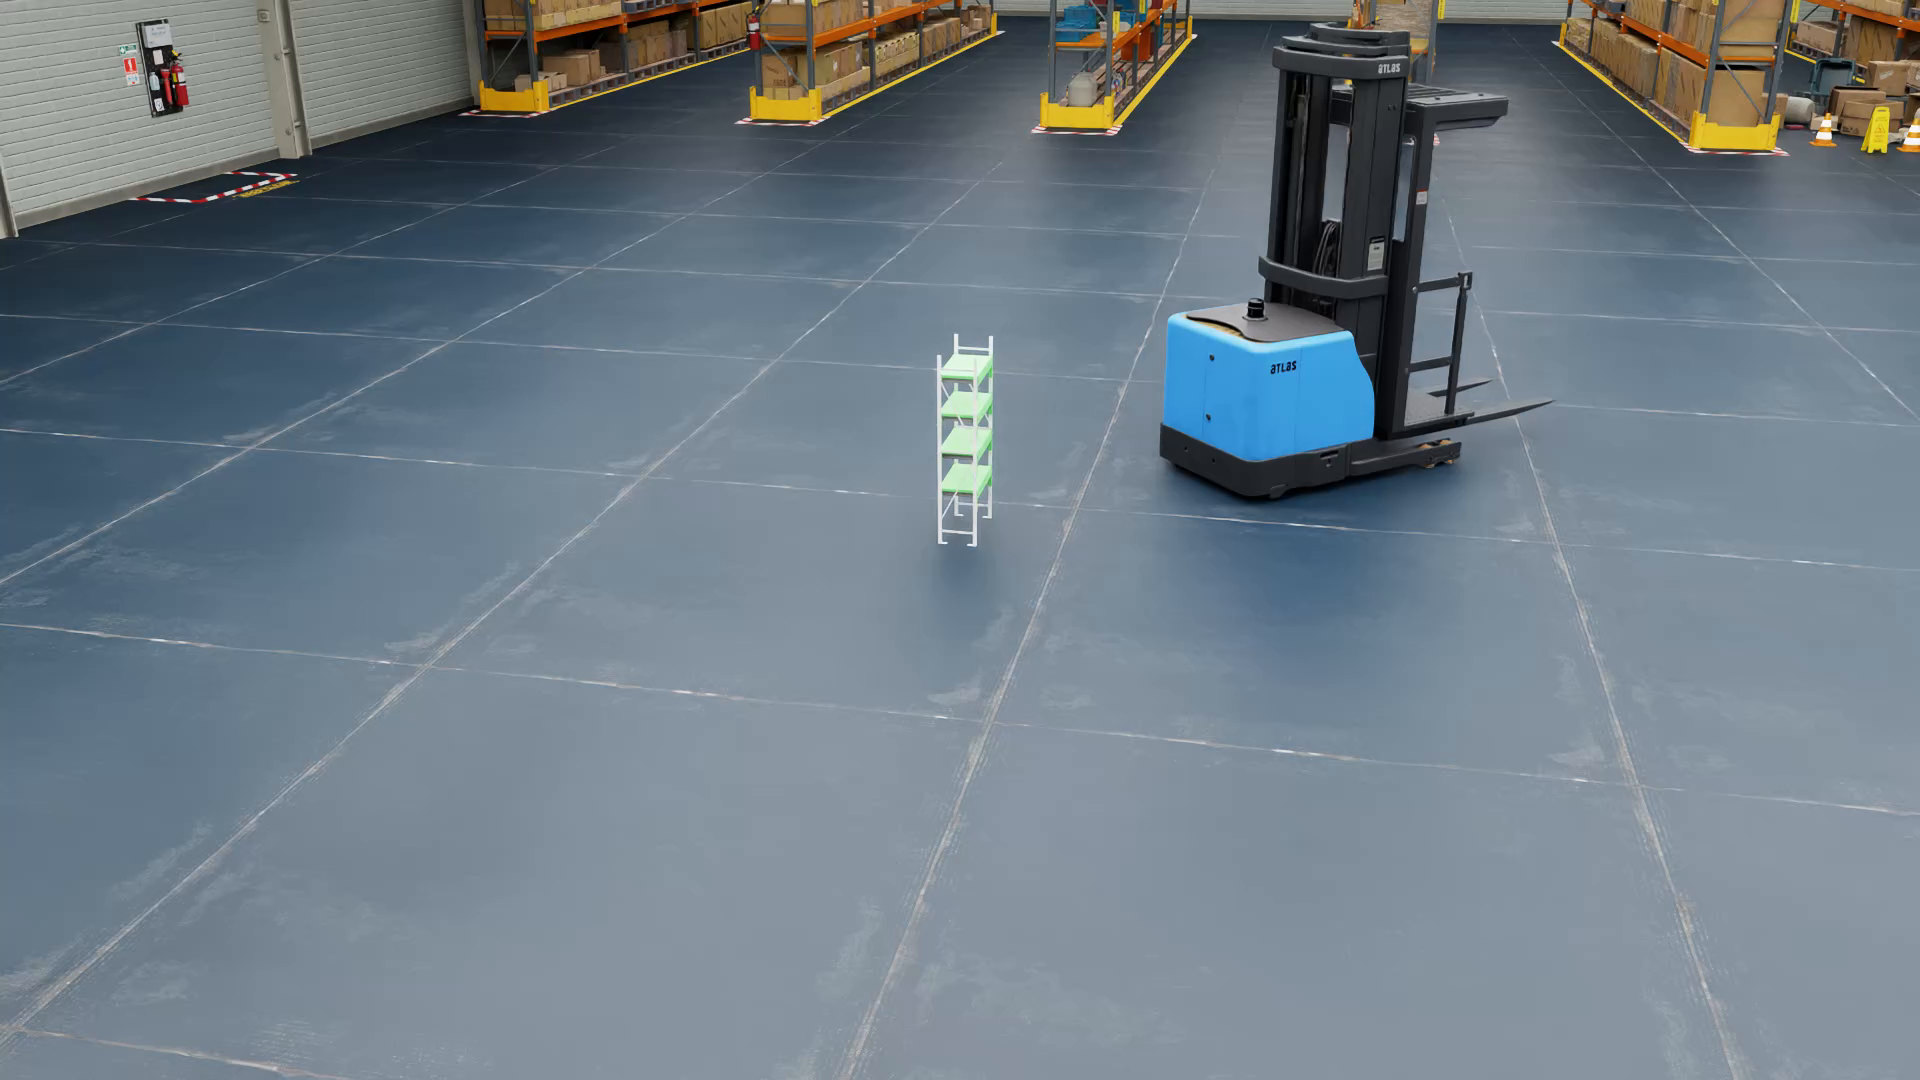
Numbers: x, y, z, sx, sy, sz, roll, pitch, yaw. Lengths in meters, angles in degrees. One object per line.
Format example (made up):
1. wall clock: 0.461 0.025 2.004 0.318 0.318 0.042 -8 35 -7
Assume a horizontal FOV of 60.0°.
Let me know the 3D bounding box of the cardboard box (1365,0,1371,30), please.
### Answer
1. cardboard box: 6.905 -8.306 26.430 0.875 0.500 0.500 4 22 11

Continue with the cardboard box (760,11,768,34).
1. cardboard box: -5.065 -12.553 40.291 0.700 0.500 0.500 5 22 12

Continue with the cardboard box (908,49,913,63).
1. cardboard box: -1.254 -9.932 34.119 0.500 0.250 0.500 4 22 10

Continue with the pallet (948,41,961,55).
1. pallet: -0.596 -11.282 38.084 1.003 0.211 1.213 4 22 11

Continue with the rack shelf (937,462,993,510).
1. rack shelf: 0.034 -0.335 10.393 0.258 0.148 0.480 4 22 11

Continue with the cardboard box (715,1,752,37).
1. cardboard box: -5.323 -12.202 38.951 0.750 0.750 0.750 5 22 12

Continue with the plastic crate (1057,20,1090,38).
1. plastic crate: 1.880 -8.482 27.598 0.499 0.251 0.408 4 22 11

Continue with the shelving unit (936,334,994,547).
1. shelving unit: 0.034 -0.617 10.280 0.258 1.200 0.503 4 22 11

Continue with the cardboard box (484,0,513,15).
1. cardboard box: -7.878 -9.339 28.698 0.500 0.500 0.500 4 22 10

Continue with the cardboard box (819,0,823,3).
1. cardboard box: -2.522 -9.149 28.054 0.380 0.149 0.250 5 22 11

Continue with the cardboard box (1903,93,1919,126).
1. cardboard box: 15.748 -6.991 27.041 0.500 0.500 0.500 -16 27 -35

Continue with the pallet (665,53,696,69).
1. pallet: -6.295 -10.210 35.422 1.003 0.211 1.213 4 22 11

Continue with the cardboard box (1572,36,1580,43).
1. cardboard box: 14.189 -11.409 37.920 0.380 0.149 0.250 3 22 8

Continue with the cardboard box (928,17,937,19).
1. cardboard box: -0.805 -11.762 38.300 0.500 0.500 0.500 3 22 8

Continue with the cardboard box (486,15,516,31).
1. cardboard box: -7.861 -8.989 28.831 0.500 0.250 0.500 5 22 12

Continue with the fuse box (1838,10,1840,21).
1. fuse box: 22.902 -14.079 43.022 0.539 1.711 0.414 4 22 11

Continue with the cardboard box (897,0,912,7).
1. cardboard box: -1.197 -10.946 33.854 0.380 0.149 0.250 4 22 11

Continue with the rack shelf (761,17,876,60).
1. rack shelf: -2.508 -8.885 29.362 1.077 0.370 4.000 4 22 11

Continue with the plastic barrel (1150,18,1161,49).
1. plastic barrel: 4.109 -11.262 36.547 0.600 0.901 0.708 4 22 11

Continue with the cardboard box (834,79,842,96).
1. cardboard box: -2.388 -7.952 29.200 0.500 0.250 0.500 4 22 11

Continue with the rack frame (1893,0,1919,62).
1. rack frame: 18.115 -9.901 30.922 1.000 3.000 0.127 4 22 11

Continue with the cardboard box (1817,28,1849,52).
1. cardboard box: 19.347 -10.919 36.317 0.875 0.438 0.875 4 22 9

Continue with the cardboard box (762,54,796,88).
1. cardboard box: -3.098 -7.973 28.250 0.500 0.500 0.500 4 22 11

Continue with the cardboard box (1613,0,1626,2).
1. cardboard box: 12.899 -10.535 32.271 0.380 0.149 0.250 5 22 12

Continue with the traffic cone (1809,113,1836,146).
1. traffic cone: 13.115 -6.225 25.190 0.336 0.463 0.334 4 22 11

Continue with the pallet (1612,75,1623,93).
1. pallet: 13.014 -8.665 31.587 1.003 0.211 1.213 4 22 11

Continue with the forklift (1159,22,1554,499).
1. forklift: 2.929 -2.015 11.433 3.031 2.935 1.130 -12 25 -28

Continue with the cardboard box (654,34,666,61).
1. cardboard box: -6.522 -10.203 34.429 0.700 0.500 0.500 4 22 11

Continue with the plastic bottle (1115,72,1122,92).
1. plastic bottle: 2.794 -8.101 29.409 0.144 0.351 0.185 4 22 11

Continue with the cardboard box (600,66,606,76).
1. cardboard box: -7.030 -9.018 31.934 0.380 0.166 0.250 2 22 4

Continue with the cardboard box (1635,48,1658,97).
1. cardboard box: 12.471 -8.163 29.057 1.050 0.750 0.750 4 22 11

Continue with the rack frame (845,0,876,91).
1. rack frame: -2.100 -9.950 31.044 1.000 3.000 0.127 4 22 11

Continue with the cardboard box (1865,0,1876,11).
1. cardboard box: 18.248 -10.596 32.848 0.500 0.250 0.500 4 22 10

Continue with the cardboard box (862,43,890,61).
1. cardboard box: -1.664 -9.444 32.156 0.500 0.311 0.500 4 22 10

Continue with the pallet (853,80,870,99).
1. pallet: -2.303 -8.369 30.851 1.003 0.211 1.213 4 22 11

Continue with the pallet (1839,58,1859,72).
1. pallet: 18.848 -9.782 34.360 1.003 0.211 1.213 4 22 11

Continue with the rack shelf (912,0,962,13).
1. rack shelf: -0.875 -11.811 36.627 1.077 0.370 4.000 4 22 11

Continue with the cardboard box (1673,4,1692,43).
1. cardboard box: 12.053 -8.321 26.798 0.875 0.550 0.550 4 22 11

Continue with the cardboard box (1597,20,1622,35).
1. cardboard box: 13.549 -10.642 34.543 0.500 0.250 0.500 5 22 12

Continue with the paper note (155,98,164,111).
1. paper note: -10.340 -5.622 21.477 0.016 0.148 0.142 4 22 11

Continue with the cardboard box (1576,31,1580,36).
1. cardboard box: 14.329 -11.623 38.055 0.380 0.149 0.250 3 22 8

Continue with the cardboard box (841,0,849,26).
1. cardboard box: -2.392 -9.457 29.686 0.700 0.500 0.500 5 22 12

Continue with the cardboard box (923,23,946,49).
1. cardboard box: -0.601 -11.168 36.826 0.500 0.500 0.500 4 22 9

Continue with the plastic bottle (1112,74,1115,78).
1. plastic bottle: 2.710 -8.186 29.721 0.152 0.276 0.135 4 22 11

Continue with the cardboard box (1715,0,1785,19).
1. cardboard box: 11.730 -8.019 24.602 0.875 0.550 0.550 4 22 11

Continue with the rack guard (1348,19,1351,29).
1. rack guard: 10.051 -12.431 40.551 1.175 0.500 0.348 4 22 11

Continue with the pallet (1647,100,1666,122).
1. pallet: 12.201 -7.213 27.980 1.003 0.211 1.213 4 22 11

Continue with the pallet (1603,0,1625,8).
1. pallet: 13.612 -10.879 33.608 1.003 0.211 1.213 4 22 11

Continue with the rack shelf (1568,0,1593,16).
1. rack shelf: 14.473 -12.102 37.350 1.077 0.370 4.000 4 22 11

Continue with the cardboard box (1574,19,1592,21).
1. cardboard box: 14.503 -12.040 38.690 0.380 0.149 0.250 5 22 12

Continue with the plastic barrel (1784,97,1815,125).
1. plastic barrel: 13.703 -7.051 27.296 0.421 0.421 0.512 -16 27 -35

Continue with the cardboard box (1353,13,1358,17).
1. cardboard box: 8.764 -10.442 34.547 1.225 0.875 0.875 5 22 11

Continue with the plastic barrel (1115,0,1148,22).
1. plastic barrel: 3.124 -9.922 30.303 0.600 0.901 0.708 4 22 11

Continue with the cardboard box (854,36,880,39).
1. cardboard box: -1.883 -10.044 33.645 0.500 0.311 0.500 4 22 9
